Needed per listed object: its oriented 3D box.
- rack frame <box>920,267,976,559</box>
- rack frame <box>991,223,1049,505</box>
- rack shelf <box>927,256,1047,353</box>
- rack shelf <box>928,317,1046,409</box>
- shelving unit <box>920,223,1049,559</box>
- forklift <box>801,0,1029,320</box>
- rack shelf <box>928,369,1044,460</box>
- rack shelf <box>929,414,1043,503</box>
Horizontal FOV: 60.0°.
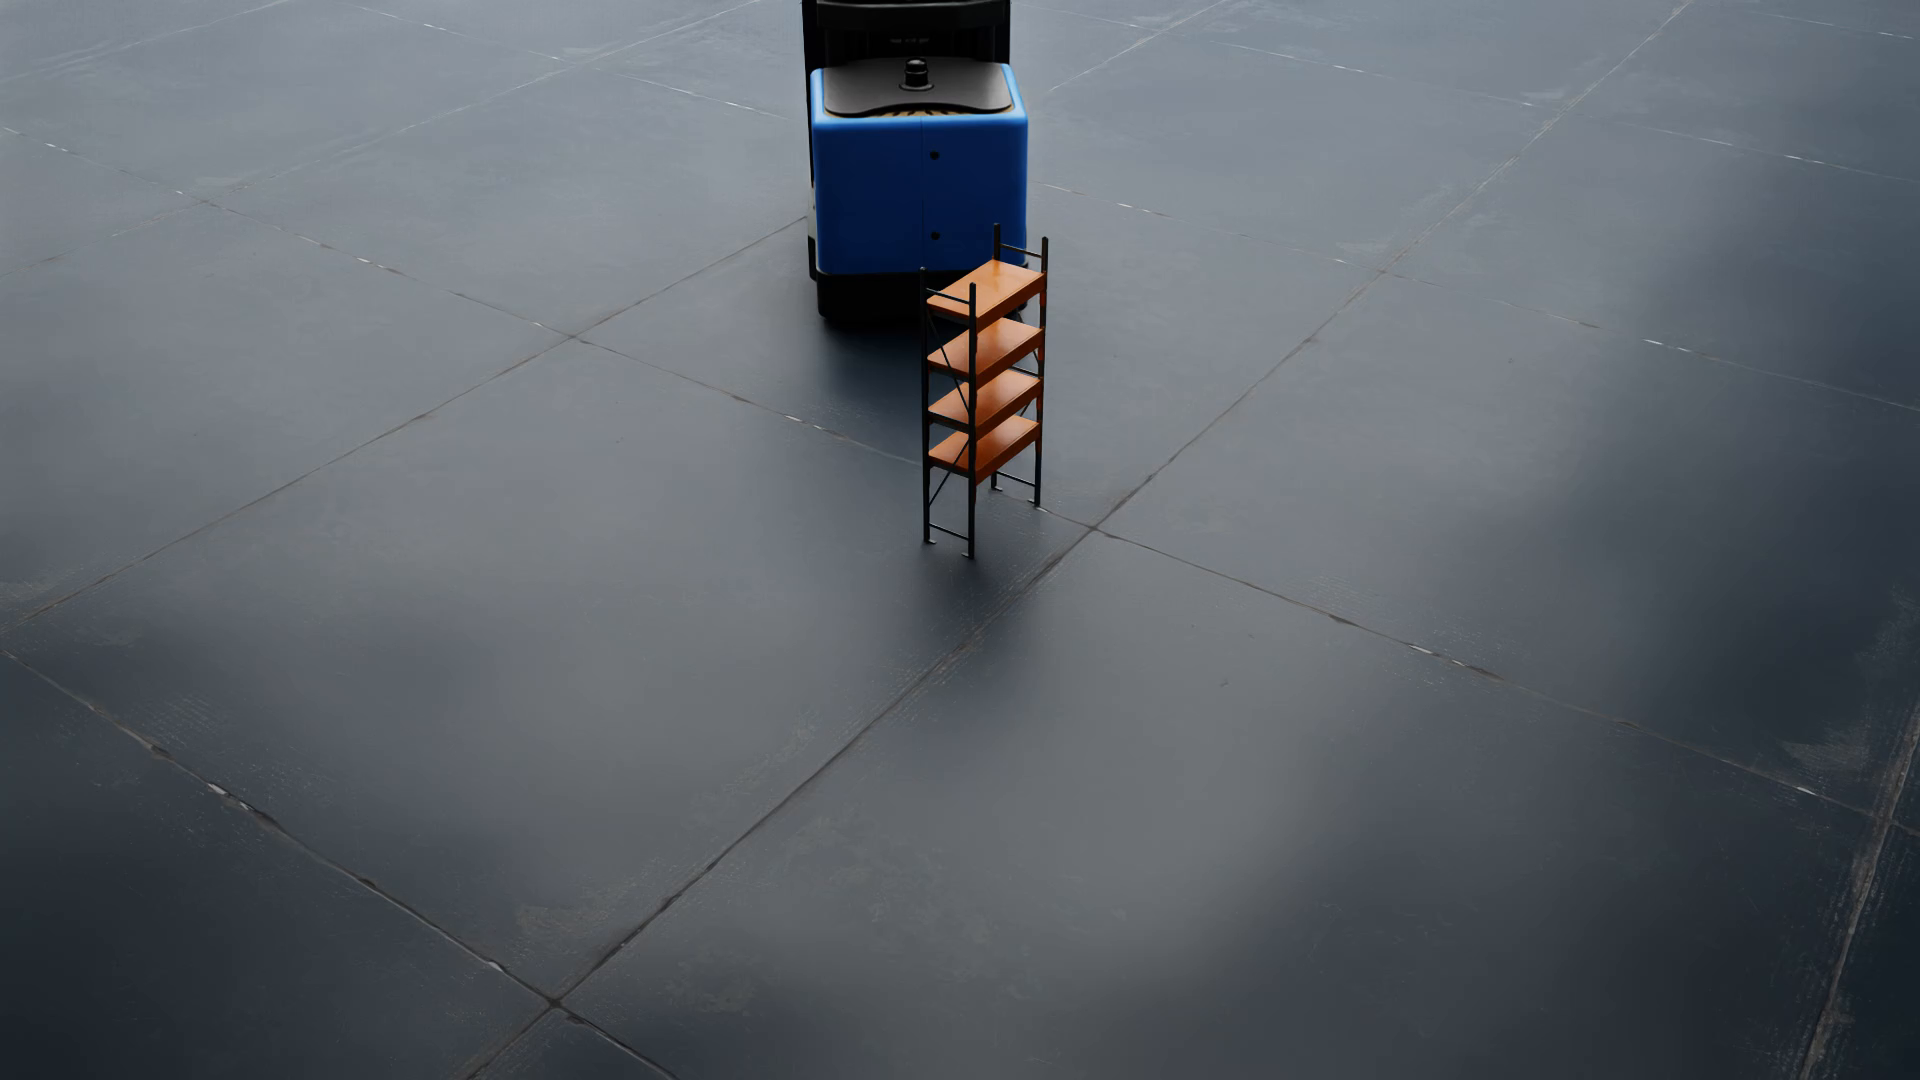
[{"bbox_3d":[-0.045,-0.461,6.361,0.240,1.200,0.015,21,39,28],"label":"rack frame"},{"bbox_3d":[0.234,-0.686,6.693,0.240,1.200,0.015,21,39,28],"label":"rack frame"},{"bbox_3d":[0.094,-0.899,6.306,0.258,0.148,0.480,21,39,28],"label":"rack shelf"},{"bbox_3d":[0.094,-0.703,6.439,0.258,0.148,0.480,21,39,28],"label":"rack shelf"},{"bbox_3d":[0.094,-0.573,6.527,0.258,1.200,0.503,21,39,28],"label":"shelving unit"},{"bbox_3d":[-0.301,-3.110,8.732,1.130,2.935,3.031,-3,34,-4],"label":"forklift"},{"bbox_3d":[0.094,-0.517,6.564,0.258,0.148,0.480,21,39,28],"label":"rack shelf"},{"bbox_3d":[0.094,-0.353,6.675,0.258,0.148,0.480,21,39,28],"label":"rack shelf"}]
